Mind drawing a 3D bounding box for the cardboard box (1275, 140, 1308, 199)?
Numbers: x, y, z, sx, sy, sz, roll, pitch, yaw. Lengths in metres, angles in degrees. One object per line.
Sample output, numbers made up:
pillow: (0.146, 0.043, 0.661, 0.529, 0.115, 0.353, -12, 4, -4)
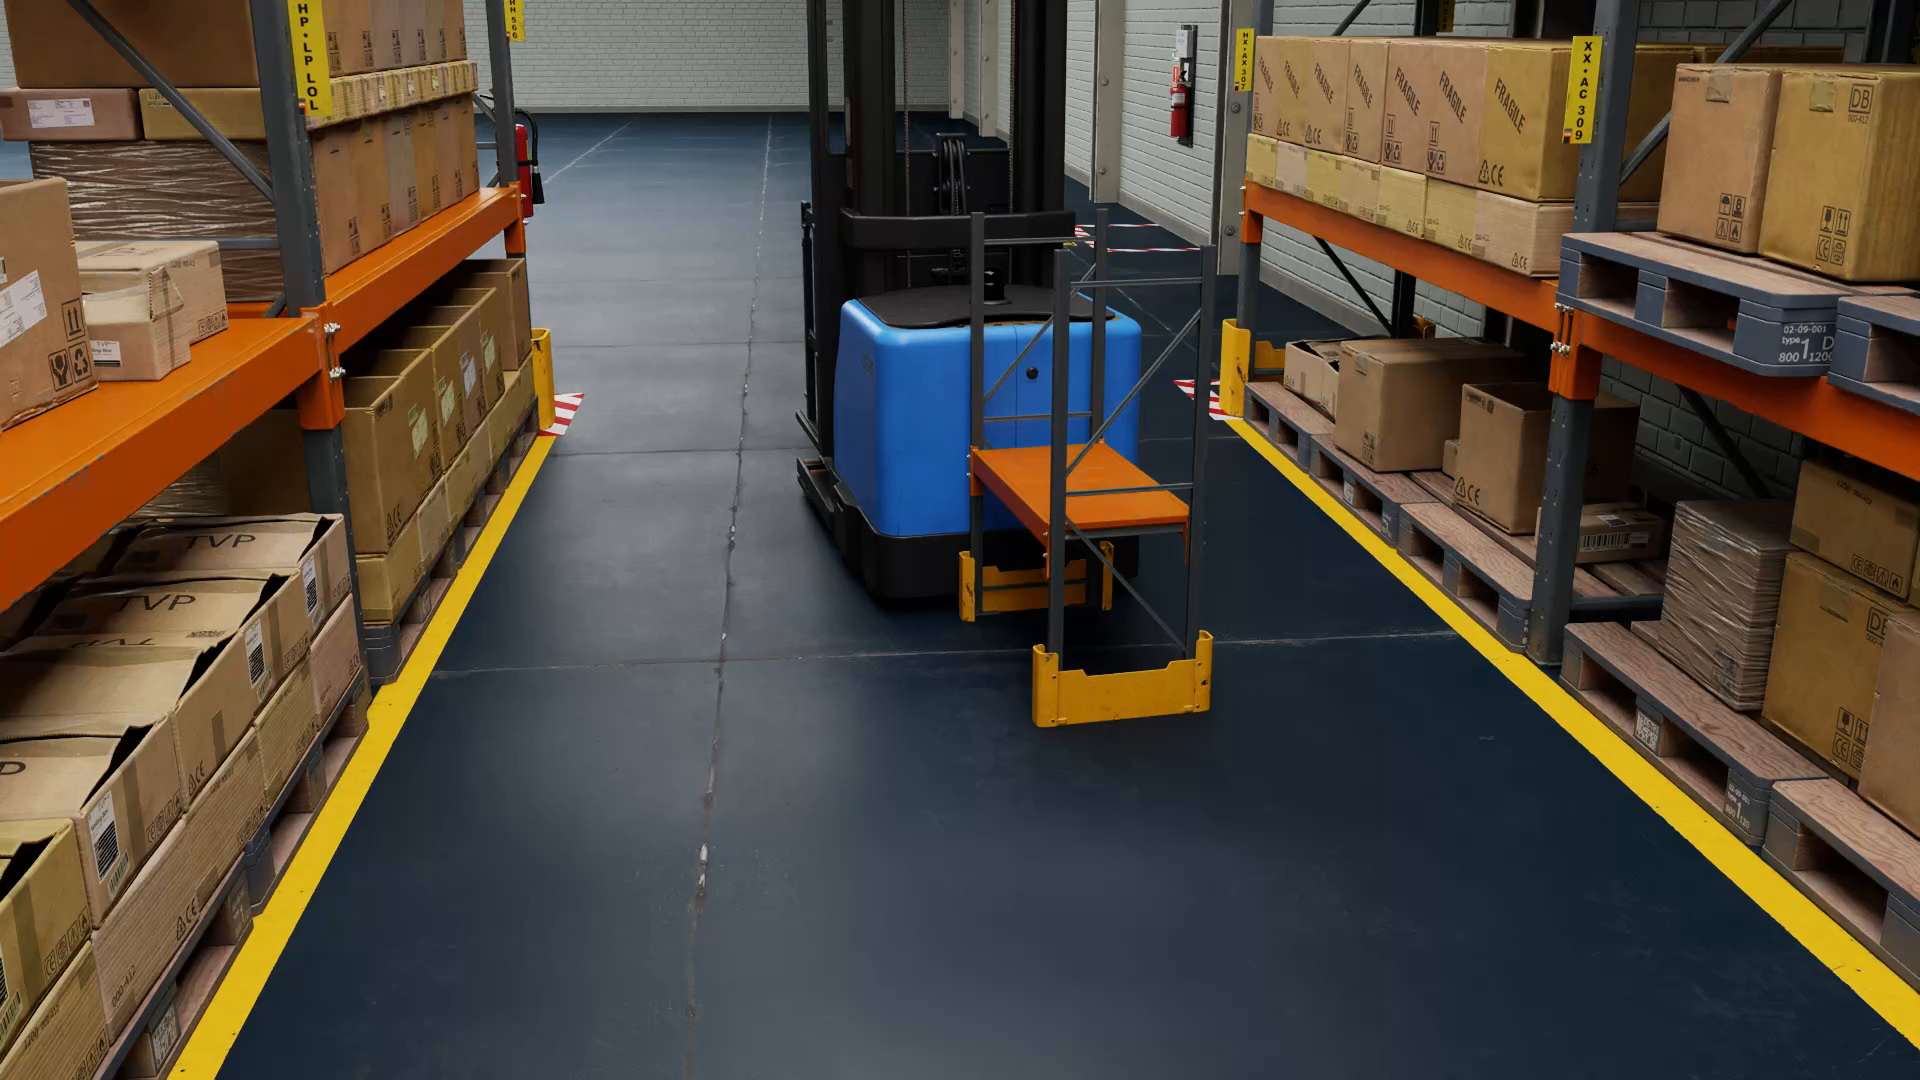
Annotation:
cardboard box: (1.888, -1.840, 8.248, 0.500, 0.250, 0.500, -2, 18, -7)

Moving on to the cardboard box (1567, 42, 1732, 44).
cardboard box: (2.608, -1.616, 6.283, 0.500, 0.500, 0.500, -2, 18, -6)

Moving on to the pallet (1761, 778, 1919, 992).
pallet: (2.710, 0.907, 3.937, 1.003, 0.211, 1.213, -2, 18, -6)

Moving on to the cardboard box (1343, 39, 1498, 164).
cardboard box: (1.990, -1.901, 7.189, 0.500, 0.500, 0.500, -1, 17, -4)

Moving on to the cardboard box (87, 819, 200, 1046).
cardboard box: (-1.942, 0.815, 3.462, 0.500, 0.250, 0.500, -1, 17, -5)

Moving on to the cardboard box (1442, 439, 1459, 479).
cardboard box: (2.354, -0.347, 7.299, 0.380, 0.149, 0.250, -3, 18, -10)

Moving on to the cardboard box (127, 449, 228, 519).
cardboard box: (-2.733, -0.393, 6.058, 0.500, 0.500, 0.500, -2, 18, -6)

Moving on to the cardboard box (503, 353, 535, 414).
cardboard box: (-2.491, -0.795, 8.592, 0.500, 0.250, 0.500, -2, 18, -6)

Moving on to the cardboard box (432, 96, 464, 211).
cardboard box: (-2.746, -1.809, 7.766, 0.700, 0.500, 0.500, -1, 17, -4)

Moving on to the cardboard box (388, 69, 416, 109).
cardboard box: (-2.450, -1.845, 6.795, 0.380, 0.149, 0.250, -2, 18, -6)

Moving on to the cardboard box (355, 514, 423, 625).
cardboard box: (-2.174, 0.098, 5.746, 0.500, 0.250, 0.500, -2, 18, -6)

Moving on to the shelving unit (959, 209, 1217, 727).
shelving unit: (0.405, -0.297, 5.618, 0.587, 1.500, 1.083, -4, 18, -13)

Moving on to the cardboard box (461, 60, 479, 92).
cardboard box: (-2.612, -2.307, 8.267, 0.380, 0.149, 0.250, -2, 18, -7)

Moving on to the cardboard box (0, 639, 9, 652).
cardboard box: (-2.532, 0.412, 3.809, 0.500, 0.311, 0.500, -2, 18, -7)

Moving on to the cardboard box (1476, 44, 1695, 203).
cardboard box: (2.142, -1.447, 5.744, 0.500, 0.500, 0.500, -2, 18, -6)

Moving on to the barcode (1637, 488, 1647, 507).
barcode: (2.709, -0.166, 6.605, 0.001, 0.075, 0.075, -2, 18, -6)

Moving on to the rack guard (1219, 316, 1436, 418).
rack guard: (2.094, -0.996, 9.516, 1.175, 0.500, 0.348, -2, 18, -6)

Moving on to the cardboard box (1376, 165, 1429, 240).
cardboard box: (2.038, -1.388, 6.807, 0.500, 0.250, 0.500, -2, 18, -6)

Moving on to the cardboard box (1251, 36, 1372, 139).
cardboard box: (1.836, -2.356, 8.639, 0.500, 0.500, 0.500, -2, 18, -6)

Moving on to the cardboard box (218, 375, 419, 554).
cardboard box: (-2.165, -0.260, 5.635, 0.500, 0.500, 0.500, -2, 18, -6)

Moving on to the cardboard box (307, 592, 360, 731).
cardboard box: (-2.097, 0.360, 4.911, 0.500, 0.250, 0.500, -2, 18, -6)

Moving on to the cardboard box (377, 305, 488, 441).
cardboard box: (-2.321, -0.707, 7.058, 0.500, 0.500, 0.500, -2, 18, -6)

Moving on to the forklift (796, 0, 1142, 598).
forklift: (-0.150, -1.581, 7.321, 1.130, 2.935, 3.031, -4, 18, -13)

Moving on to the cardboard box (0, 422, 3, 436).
cardboard box: (-2.259, -0.378, 3.207, 0.500, 0.500, 0.500, -2, 18, -6)

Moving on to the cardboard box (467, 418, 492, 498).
cardboard box: (-2.325, -0.349, 7.170, 0.500, 0.250, 0.500, -2, 18, -6)

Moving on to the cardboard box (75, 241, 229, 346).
cardboard box: (-2.334, -0.649, 4.487, 0.500, 0.250, 0.500, -1, 17, -2)

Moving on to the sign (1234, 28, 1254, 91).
sign: (1.546, -2.608, 9.031, 0.100, 0.325, 0.005, -2, 18, -6)

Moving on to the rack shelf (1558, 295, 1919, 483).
rack shelf: (2.705, -0.081, 3.628, 1.077, 0.370, 4.000, -2, 18, -6)

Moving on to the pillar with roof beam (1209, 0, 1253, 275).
pillar with roof beam: (-1.882, -6.547, 13.007, 9.100, 9.000, 0.400, -2, 18, -6)

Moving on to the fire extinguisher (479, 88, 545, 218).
fire extinguisher: (-2.391, -2.070, 8.893, 0.296, 0.674, 0.183, -2, 18, -6)

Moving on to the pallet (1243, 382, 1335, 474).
pallet: (2.143, -0.616, 8.785, 1.003, 0.211, 1.213, -2, 18, -6)

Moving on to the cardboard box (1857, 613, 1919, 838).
cardboard box: (2.707, 0.487, 4.056, 0.700, 0.500, 0.500, -2, 17, -5)

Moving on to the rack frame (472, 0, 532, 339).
rack frame: (-2.841, -2.058, 8.723, 1.000, 3.000, 0.127, -2, 18, -6)

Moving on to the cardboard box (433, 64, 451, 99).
cardboard box: (-2.533, -2.078, 7.537, 0.380, 0.149, 0.250, -2, 17, -5)

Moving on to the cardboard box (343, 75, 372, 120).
cardboard box: (-2.370, -1.613, 6.058, 0.380, 0.149, 0.250, -2, 18, -7)

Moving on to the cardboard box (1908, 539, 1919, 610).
cardboard box: (2.697, 0.110, 4.007, 0.500, 0.250, 0.500, -2, 18, -7)

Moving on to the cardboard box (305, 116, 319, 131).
cardboard box: (-2.289, -1.384, 5.327, 0.380, 0.149, 0.250, -2, 17, -5)

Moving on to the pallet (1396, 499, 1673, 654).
pallet: (2.394, 0.111, 6.470, 1.003, 0.211, 1.213, -2, 18, -6)

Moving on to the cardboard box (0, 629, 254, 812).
cardboard box: (-1.992, 0.393, 3.869, 0.500, 0.311, 0.500, -2, 18, -6)

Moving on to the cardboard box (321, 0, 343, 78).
cardboard box: (-2.534, -1.815, 5.618, 0.700, 0.500, 0.500, -2, 18, -6)

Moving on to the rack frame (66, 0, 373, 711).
rack frame: (-2.428, -0.866, 4.927, 1.000, 3.000, 0.127, -2, 18, -6)

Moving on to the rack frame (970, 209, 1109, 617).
rack frame: (0.283, -0.447, 6.098, 0.500, 1.500, 0.032, -4, 18, -13)

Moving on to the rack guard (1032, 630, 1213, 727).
rack guard: (0.523, 0.445, 5.343, 0.587, 0.250, 0.087, -4, 18, -13)

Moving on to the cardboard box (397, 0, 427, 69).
cardboard box: (-2.687, -2.262, 7.043, 0.700, 0.500, 0.500, -2, 18, -5)

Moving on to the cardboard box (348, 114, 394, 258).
cardboard box: (-2.589, -1.352, 6.309, 0.700, 0.500, 0.500, -2, 17, -5)

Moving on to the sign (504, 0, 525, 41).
sign: (-2.300, -2.736, 8.554, 0.100, 0.325, 0.005, -2, 18, -6)

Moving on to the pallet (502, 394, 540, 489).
pallet: (-2.720, -0.501, 8.419, 1.003, 0.211, 1.213, -2, 18, -6)

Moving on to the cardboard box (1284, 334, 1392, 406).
cardboard box: (2.068, -0.930, 8.886, 0.500, 0.311, 0.500, -4, 18, -12)
